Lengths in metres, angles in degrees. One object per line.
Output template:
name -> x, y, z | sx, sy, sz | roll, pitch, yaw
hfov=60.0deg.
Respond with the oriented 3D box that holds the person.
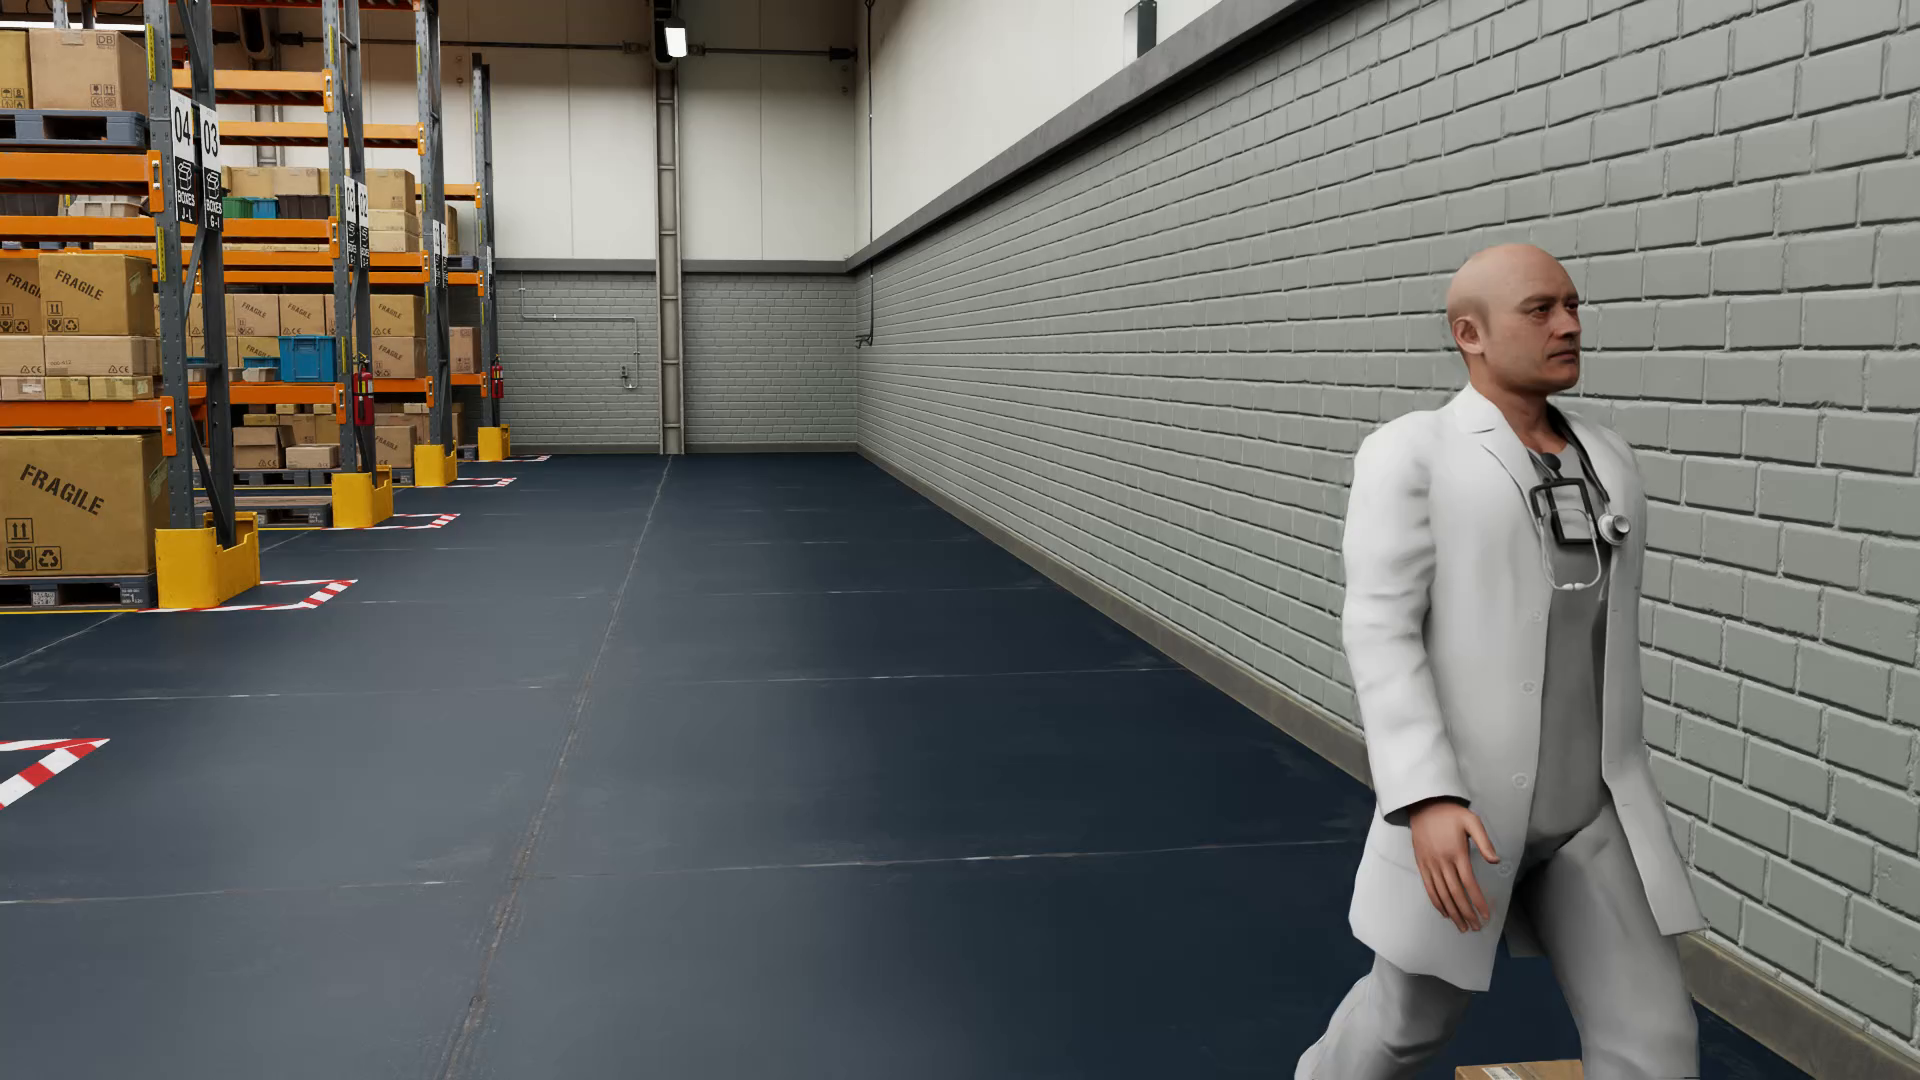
person -> 0.864, 0.405, 2.628 | 0.568, 1.732, 1.102 | -2, 7, -14
